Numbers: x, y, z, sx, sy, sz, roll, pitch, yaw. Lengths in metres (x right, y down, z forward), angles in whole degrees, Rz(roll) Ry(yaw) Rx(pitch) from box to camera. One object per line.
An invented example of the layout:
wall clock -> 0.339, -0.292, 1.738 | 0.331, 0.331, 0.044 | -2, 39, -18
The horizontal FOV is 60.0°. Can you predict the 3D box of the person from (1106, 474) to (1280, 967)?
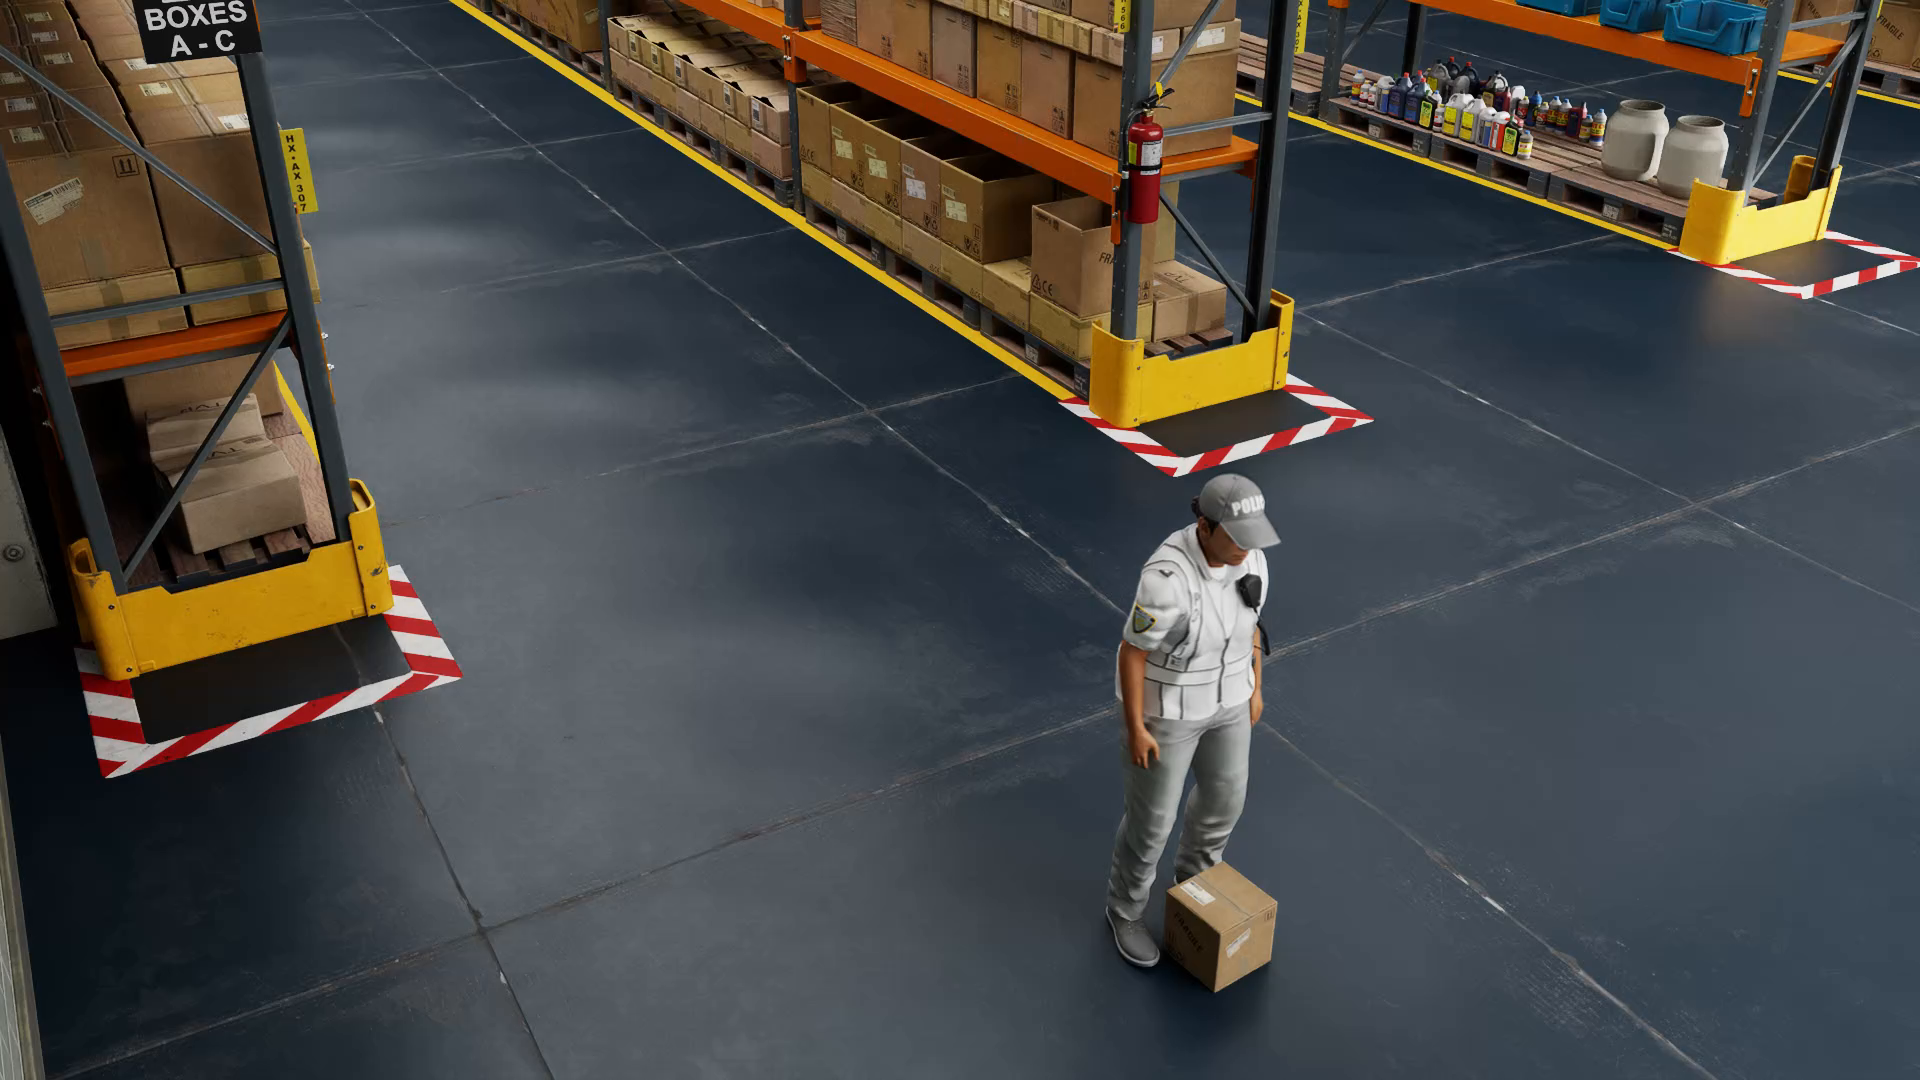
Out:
person -> 0.725, 0.532, 5.167 | 0.549, 1.666, 0.473 | -17, 33, -27
